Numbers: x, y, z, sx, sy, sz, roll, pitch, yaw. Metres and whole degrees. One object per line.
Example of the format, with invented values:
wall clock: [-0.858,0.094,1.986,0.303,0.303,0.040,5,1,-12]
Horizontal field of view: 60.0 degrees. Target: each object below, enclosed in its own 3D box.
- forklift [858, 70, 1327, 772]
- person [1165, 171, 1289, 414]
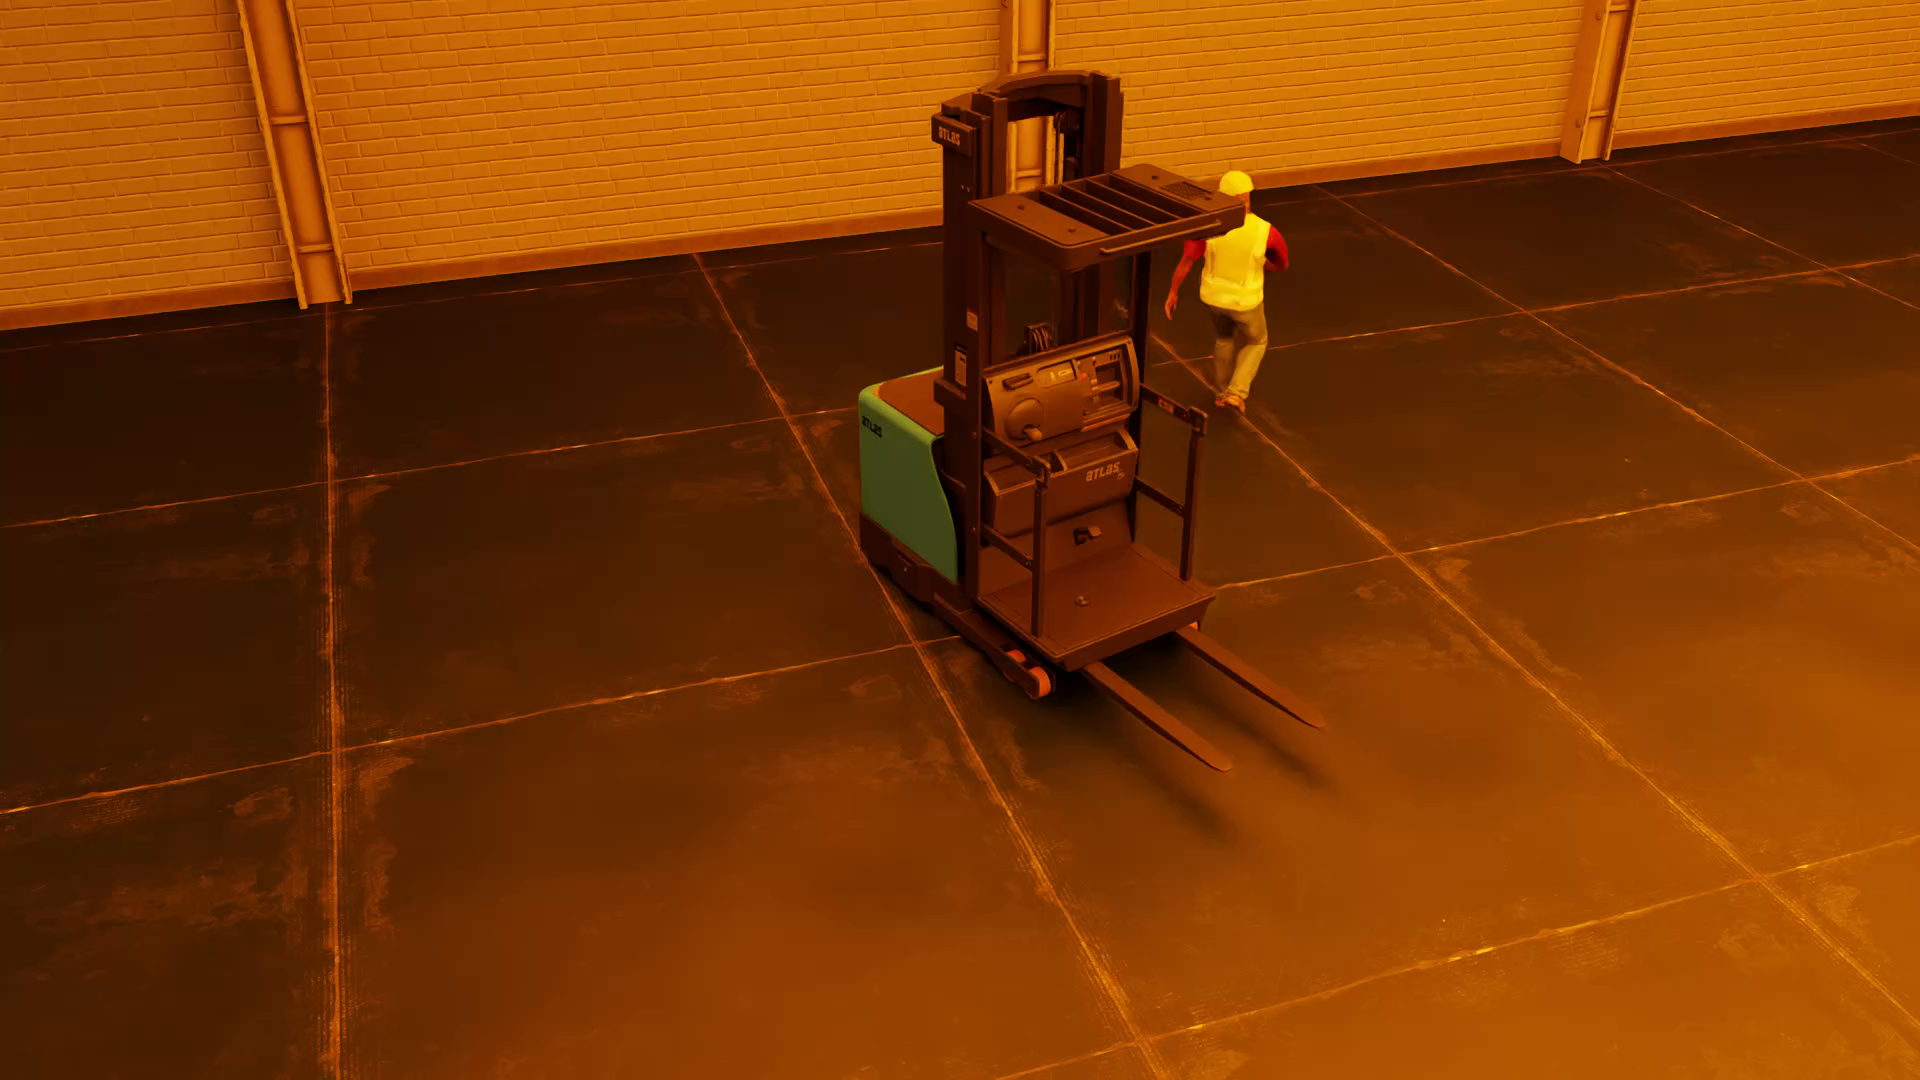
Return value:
forklift: [0.651,-0.720,8.338,1.130,2.935,3.031,-19,35,-29]
person: [1.823,-1.665,11.214,0.729,1.709,0.626,15,33,25]
